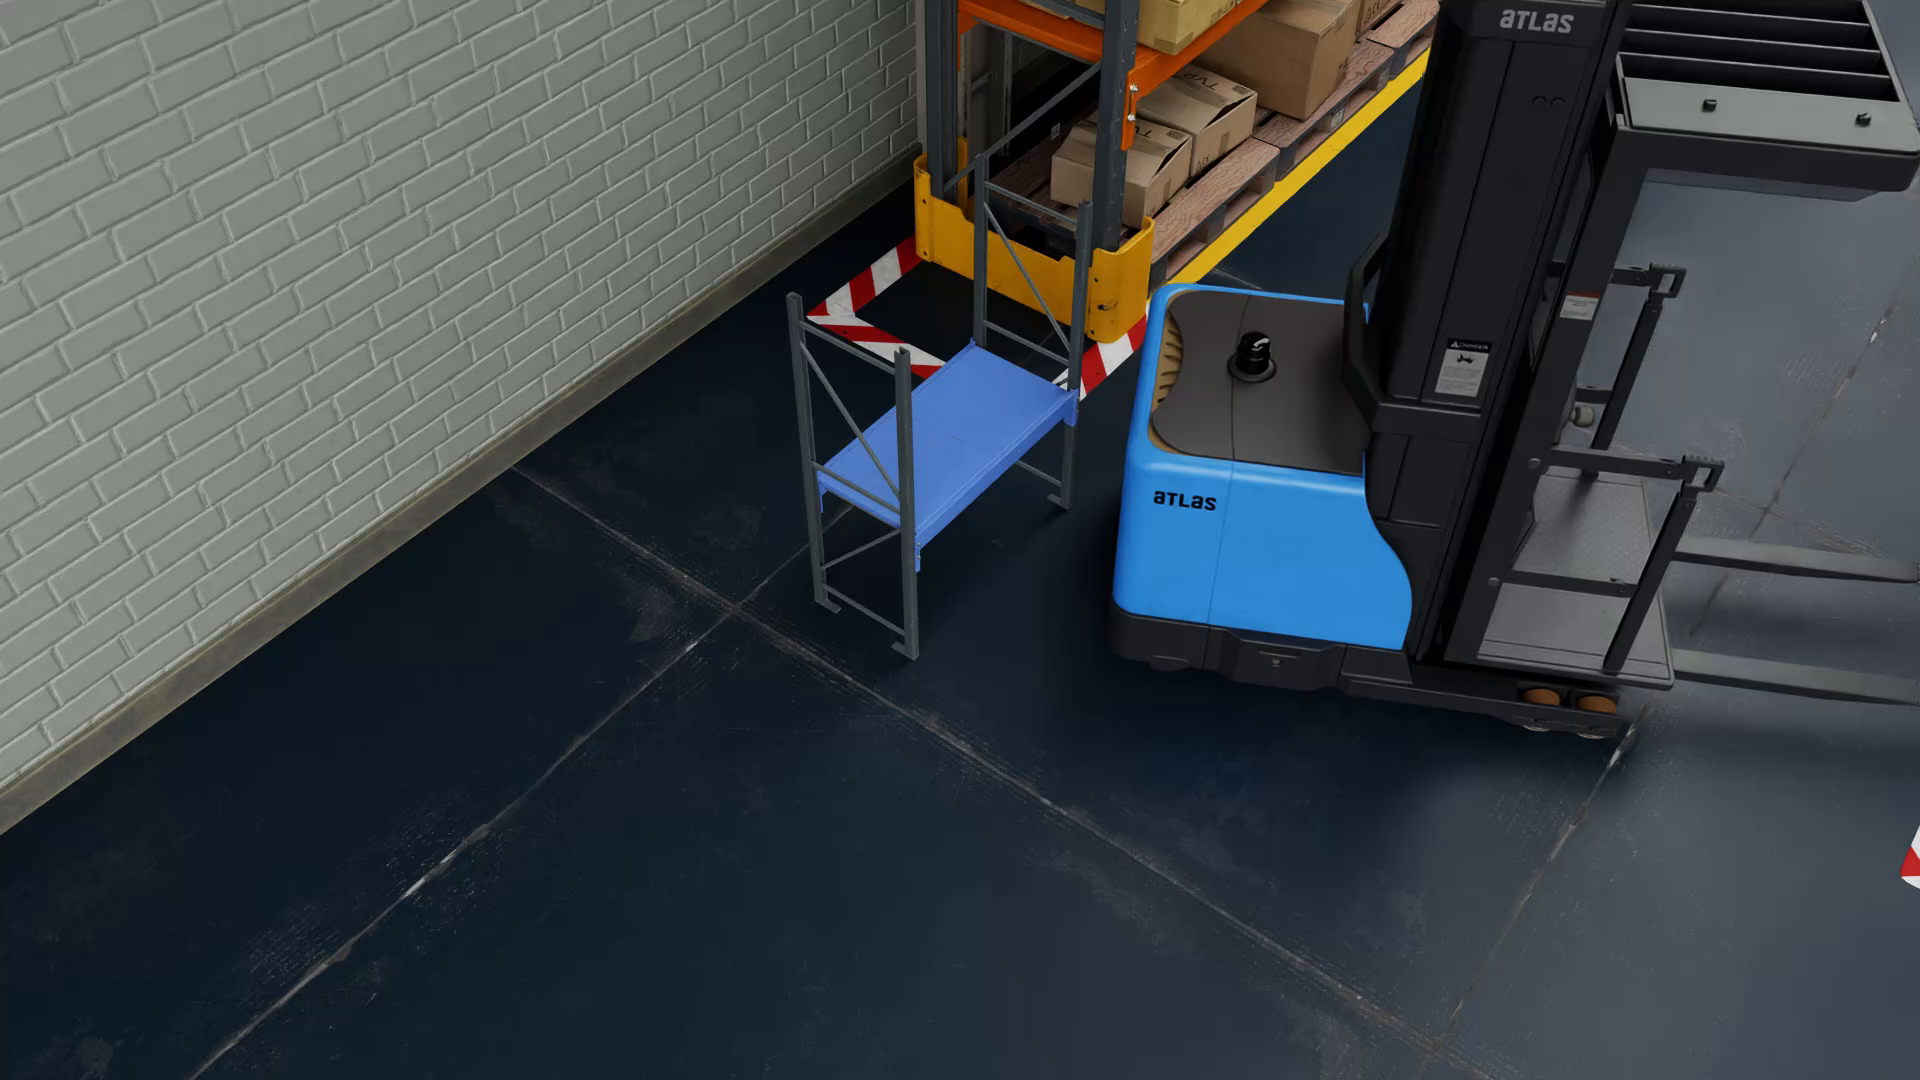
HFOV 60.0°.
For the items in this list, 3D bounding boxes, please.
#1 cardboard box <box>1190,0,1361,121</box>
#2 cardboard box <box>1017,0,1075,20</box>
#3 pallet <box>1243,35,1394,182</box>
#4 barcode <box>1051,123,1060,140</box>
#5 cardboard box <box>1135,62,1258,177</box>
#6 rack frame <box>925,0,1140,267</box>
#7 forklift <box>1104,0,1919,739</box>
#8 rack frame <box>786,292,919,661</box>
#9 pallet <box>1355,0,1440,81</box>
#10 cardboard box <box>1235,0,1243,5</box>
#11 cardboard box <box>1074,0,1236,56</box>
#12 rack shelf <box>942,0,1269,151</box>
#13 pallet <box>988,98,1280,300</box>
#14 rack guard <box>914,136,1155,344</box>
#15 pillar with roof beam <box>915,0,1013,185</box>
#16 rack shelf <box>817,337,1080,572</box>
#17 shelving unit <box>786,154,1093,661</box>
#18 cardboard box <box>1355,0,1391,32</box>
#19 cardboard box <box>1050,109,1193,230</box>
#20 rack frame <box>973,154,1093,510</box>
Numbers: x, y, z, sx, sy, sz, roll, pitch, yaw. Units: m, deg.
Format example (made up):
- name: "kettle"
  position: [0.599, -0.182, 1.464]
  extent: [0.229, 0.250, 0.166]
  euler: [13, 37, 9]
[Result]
- name: "cardboard box"
  position: [1.610, -2.598, 8.581]
  extent: [0.700, 0.500, 0.500]
  euler: [26, 52, 23]
- name: "cardboard box"
  position: [0.411, -2.537, 7.189]
  extent: [0.500, 0.250, 0.500]
  euler: [30, 53, 25]
- name: "pallet"
  position: [1.596, -2.454, 8.948]
  extent: [1.003, 0.211, 1.213]
  euler: [29, 53, 25]
- name: "barcode"
  position: [0.468, -1.999, 8.134]
  extent: [0.001, 0.075, 0.075]
  euler: [29, 53, 25]
- name: "cardboard box"
  position: [1.122, -2.135, 8.270]
  extent: [0.500, 0.311, 0.500]
  euler: [34, 55, 28]
- name: "rack frame"
  position: [0.279, -2.229, 6.805]
  extent: [1.000, 3.000, 0.127]
  euler: [29, 53, 25]
- name: "forklift"
  position: [2.114, -0.708, 5.399]
  extent: [3.031, 2.935, 1.130]
  euler: [7, 47, 7]
- name: "rack frame"
  position: [-0.363, -0.178, 5.883]
  extent: [0.500, 1.500, 0.032]
  euler: [29, 53, 25]
- name: "pallet"
  position: [2.342, -3.155, 9.618]
  extent: [1.003, 0.211, 1.213]
  euler: [29, 53, 25]
- name: "cardboard box"
  position: [1.135, -2.626, 7.274]
  extent: [0.500, 0.250, 0.500]
  euler: [28, 52, 24]
- name: "cardboard box"
  position: [0.828, -2.323, 6.985]
  extent: [0.500, 0.250, 0.500]
  euler: [28, 52, 24]
- name: "rack shelf"
  position: [1.502, -3.125, 8.158]
  extent: [1.077, 0.370, 4.000]
  euler: [29, 53, 25]
- name: "pallet"
  position: [0.850, -1.759, 8.284]
  extent: [1.003, 0.211, 1.213]
  euler: [29, 53, 25]
- name: "rack guard"
  position: [0.325, -1.409, 7.750]
  extent: [1.175, 0.500, 0.348]
  euler: [29, 53, 25]
- name: "pillar with roof beam"
  position: [3.429, -3.181, 3.565]
  extent: [9.100, 9.000, 0.400]
  euler: [29, 53, 25]
- name: "rack shelf"
  position: [-0.052, -0.345, 6.291]
  extent: [0.538, 0.185, 1.000]
  euler: [29, 53, 25]
- name: "shelving unit"
  position: [-0.052, -0.469, 6.161]
  extent: [0.538, 1.500, 1.048]
  euler: [29, 53, 25]
- name: "cardboard box"
  position: [2.122, -3.195, 9.152]
  extent: [0.500, 0.500, 0.500]
  euler: [25, 51, 22]
- name: "cardboard box"
  position: [0.773, -1.808, 7.958]
  extent: [0.500, 0.311, 0.500]
  euler: [24, 51, 21]
- name: "rack frame"
  position: [0.259, -0.760, 6.439]
  extent: [0.500, 1.500, 0.032]
  euler: [29, 53, 25]
